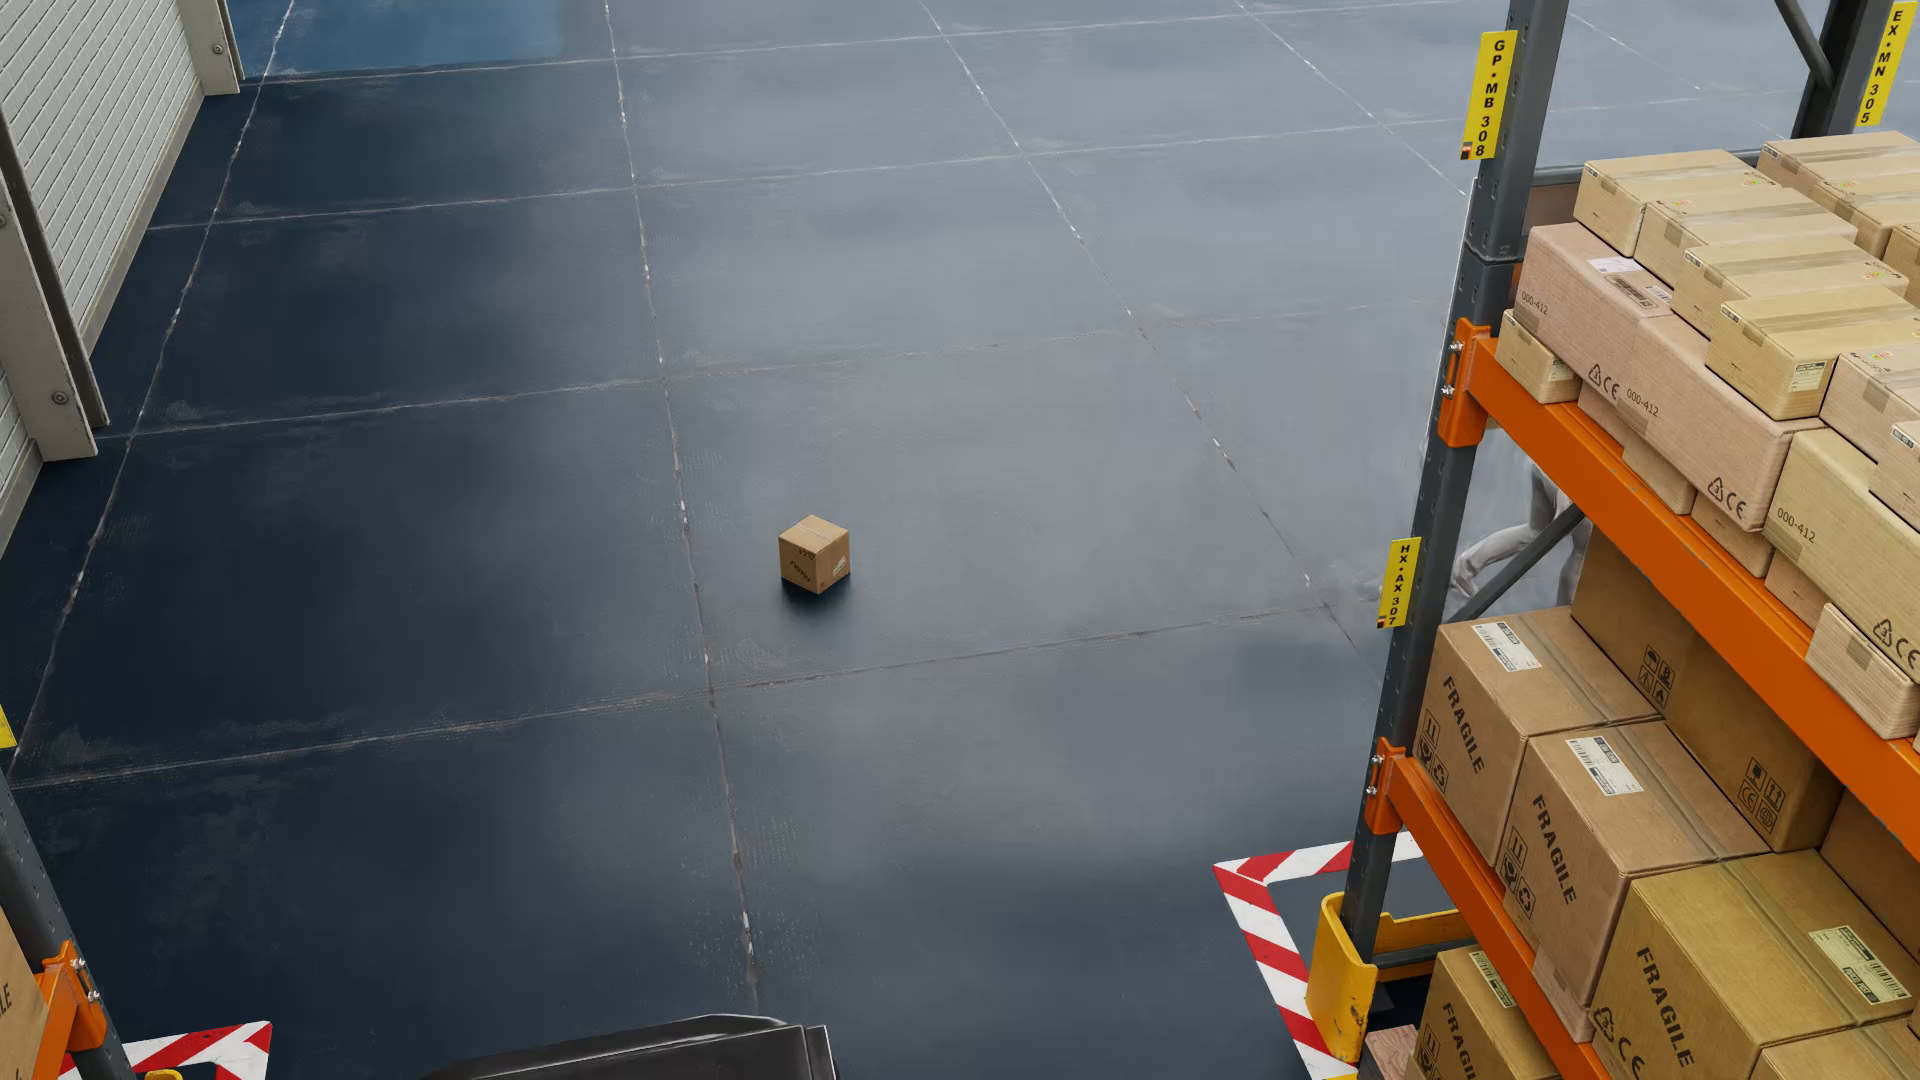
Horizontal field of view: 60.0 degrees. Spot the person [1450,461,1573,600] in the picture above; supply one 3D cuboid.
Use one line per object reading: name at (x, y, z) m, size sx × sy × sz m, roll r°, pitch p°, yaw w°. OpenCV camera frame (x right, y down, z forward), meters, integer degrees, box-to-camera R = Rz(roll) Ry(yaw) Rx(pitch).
person at (2.717, -0.309, 7.549) m, size 0.817 × 1.659 × 0.488 m, roll -1°, pitch 35°, yaw -2°
